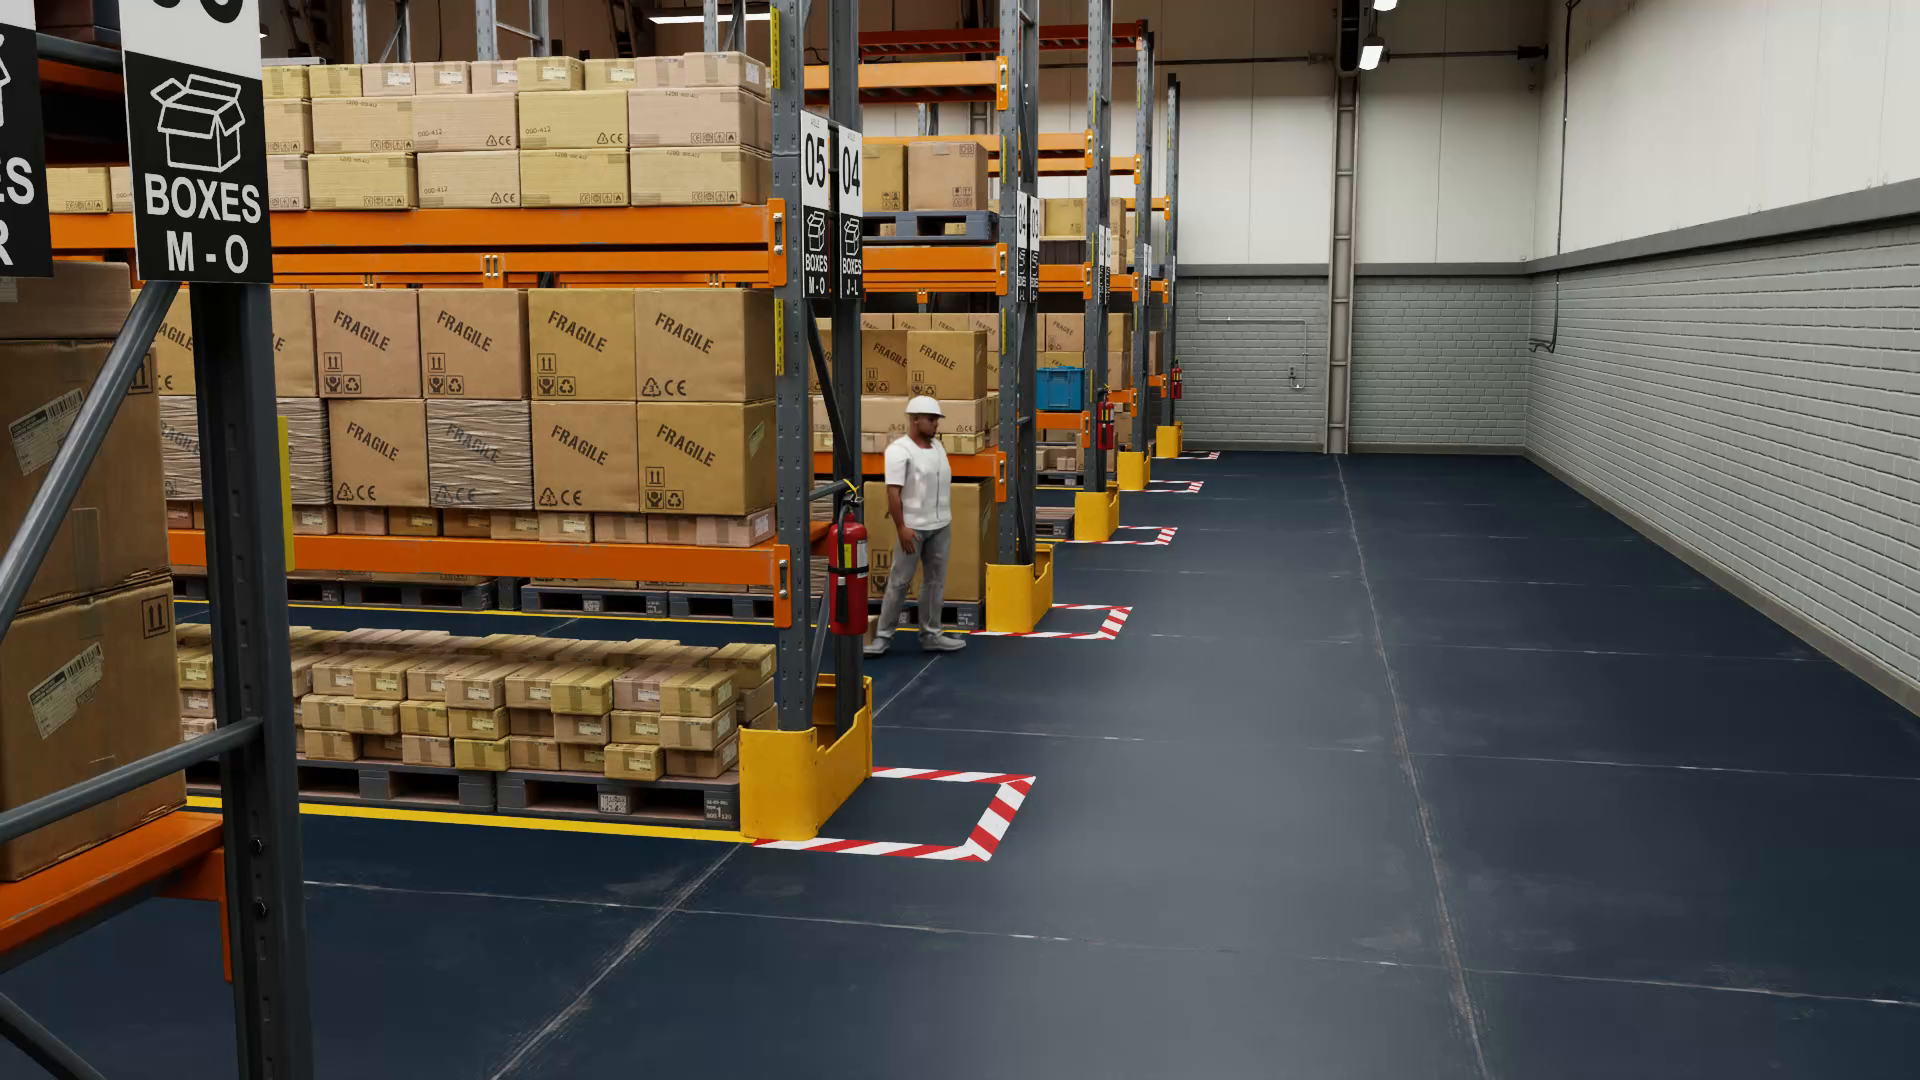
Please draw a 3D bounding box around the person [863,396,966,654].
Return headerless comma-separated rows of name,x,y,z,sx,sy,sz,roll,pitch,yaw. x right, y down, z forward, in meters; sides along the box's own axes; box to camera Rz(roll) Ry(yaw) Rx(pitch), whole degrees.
person,-0.332,-0.094,11.327,0.451,1.767,0.703,8,11,43
